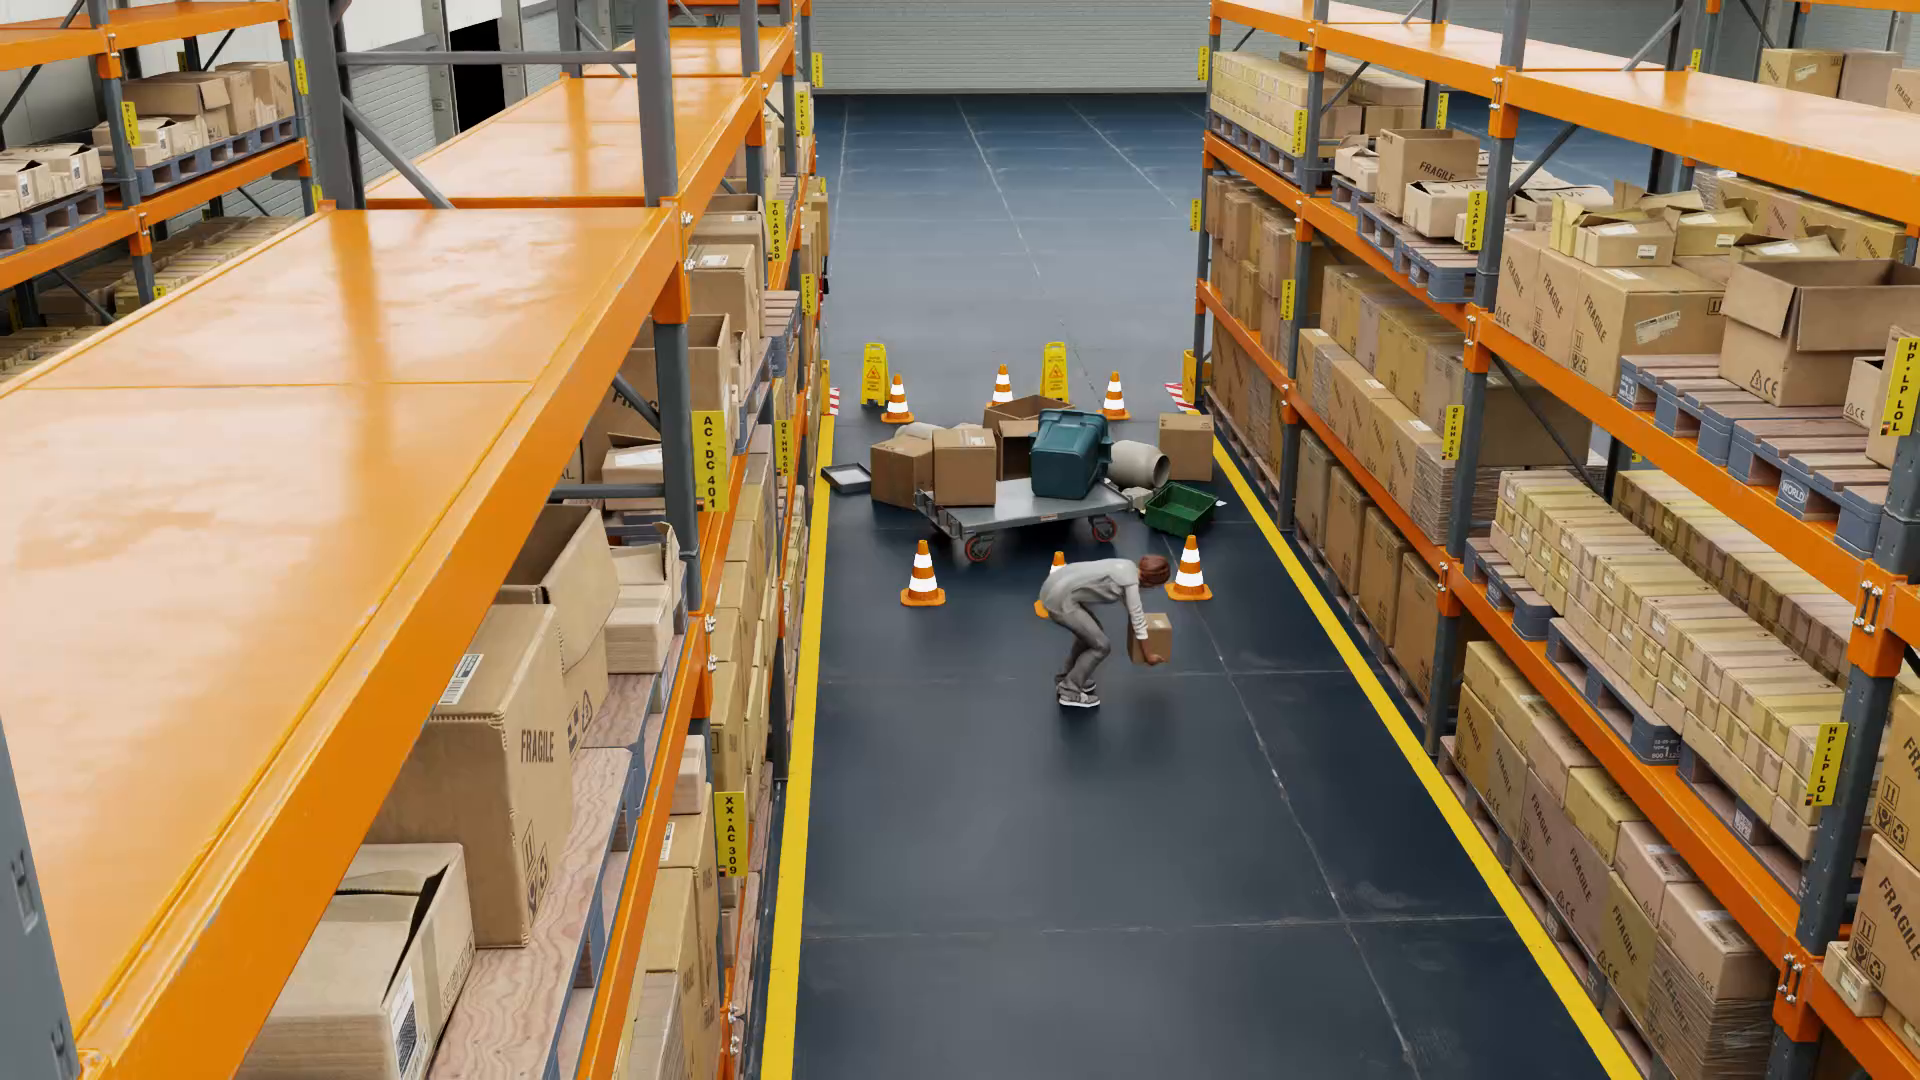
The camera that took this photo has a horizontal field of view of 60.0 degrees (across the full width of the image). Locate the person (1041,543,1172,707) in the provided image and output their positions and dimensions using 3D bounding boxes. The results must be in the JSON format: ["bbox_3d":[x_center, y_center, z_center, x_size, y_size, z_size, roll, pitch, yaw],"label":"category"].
[{"bbox_3d":[0.953,0.544,10.896,0.850,1.074,0.409,-2,21,-5],"label":"person"}]
